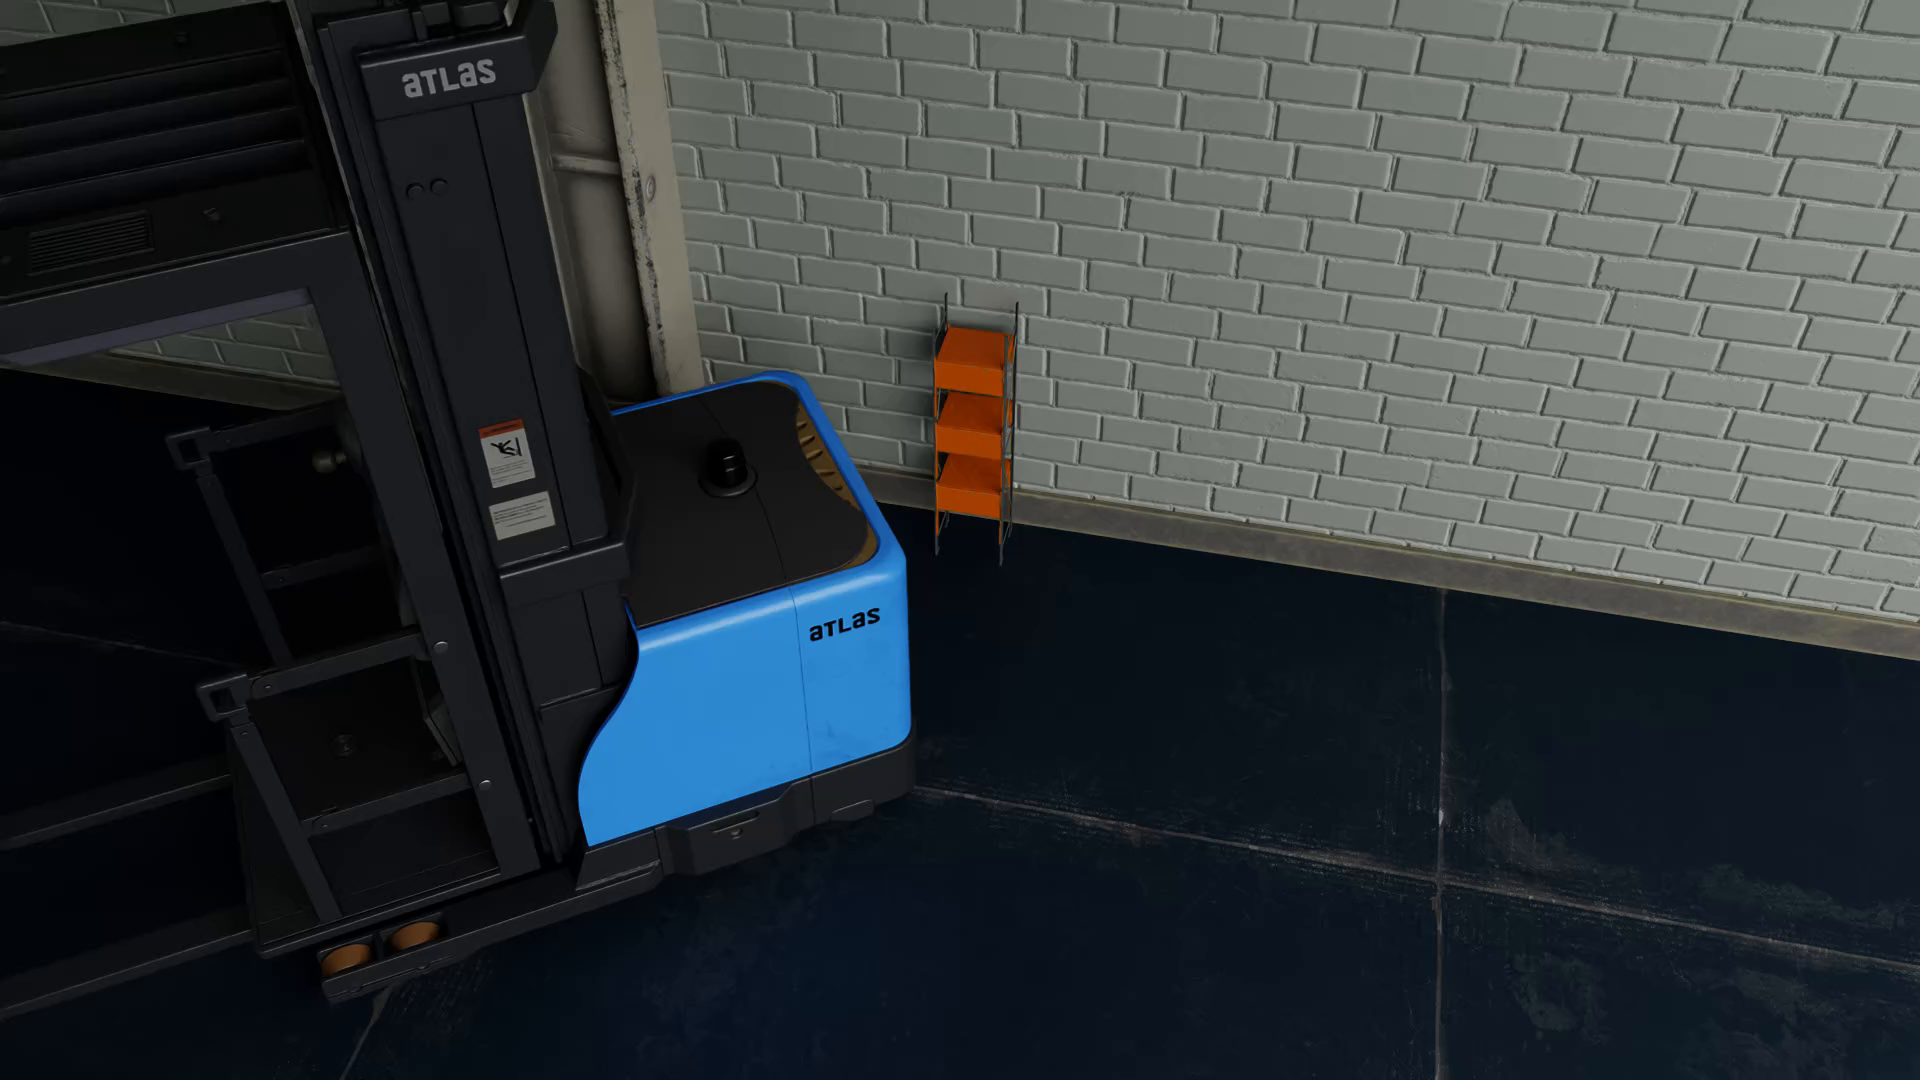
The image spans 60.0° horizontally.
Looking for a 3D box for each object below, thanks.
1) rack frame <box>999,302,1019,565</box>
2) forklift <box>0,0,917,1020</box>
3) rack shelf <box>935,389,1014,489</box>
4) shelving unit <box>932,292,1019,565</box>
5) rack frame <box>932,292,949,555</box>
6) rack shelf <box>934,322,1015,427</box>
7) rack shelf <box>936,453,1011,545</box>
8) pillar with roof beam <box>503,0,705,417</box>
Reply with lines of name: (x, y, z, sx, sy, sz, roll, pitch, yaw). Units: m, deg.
rack frame: (0.171, -0.352, 5.858, 0.008, 1.050, 0.200, 9, 45, 9)
forklift: (-1.704, -0.137, 4.279, 3.031, 2.935, 1.130, -16, 46, -16)
rack shelf: (0.052, -0.363, 5.885, 0.240, 0.259, 0.215, 9, 45, 9)
shelving unit: (0.052, -0.370, 5.877, 0.252, 1.050, 0.215, 9, 45, 9)
rack frame: (-0.067, -0.389, 5.897, 0.008, 1.050, 0.200, 9, 45, 9)
rack shelf: (0.052, -0.567, 5.688, 0.240, 0.259, 0.215, 9, 45, 9)
rack shelf: (0.052, -0.162, 6.078, 0.240, 0.259, 0.215, 9, 45, 9)
pillar with roof beam: (-2.122, -0.527, 0.309, 0.400, 9.000, 9.100, 9, 45, 9)
